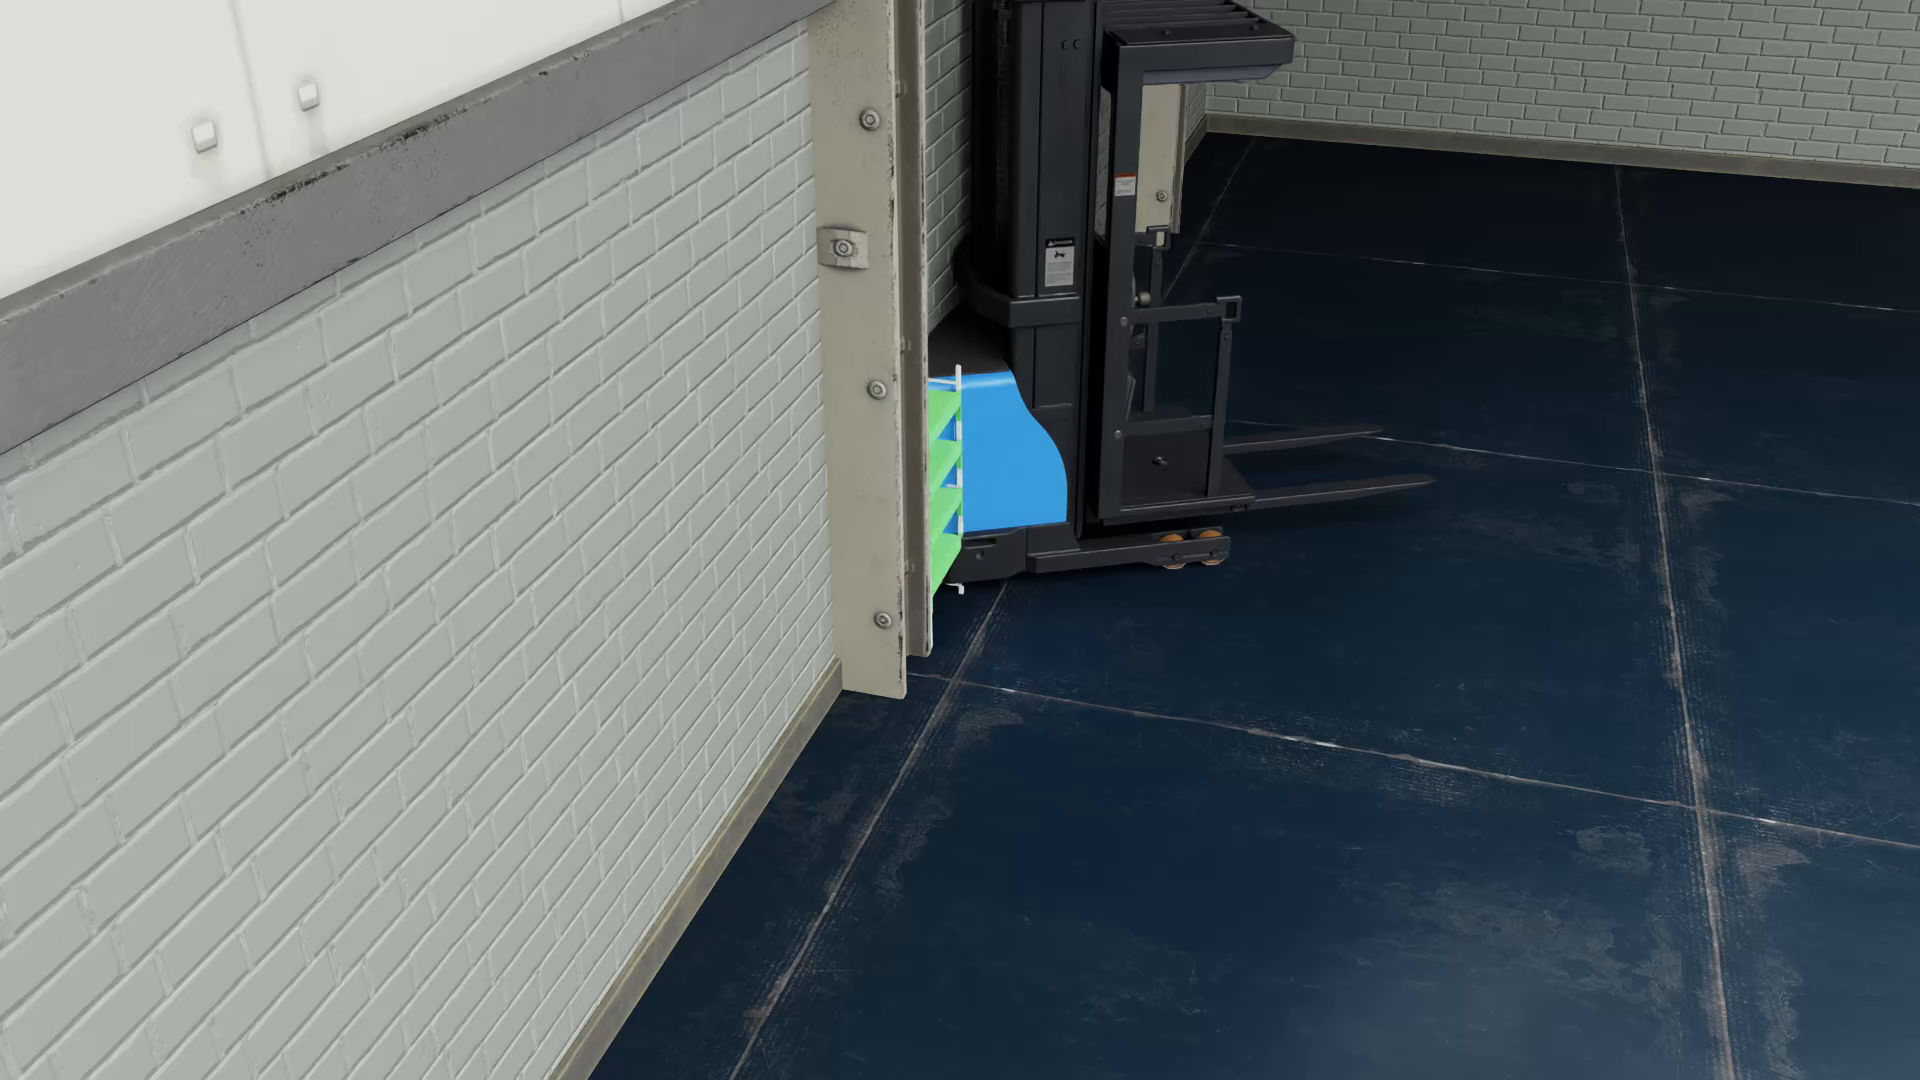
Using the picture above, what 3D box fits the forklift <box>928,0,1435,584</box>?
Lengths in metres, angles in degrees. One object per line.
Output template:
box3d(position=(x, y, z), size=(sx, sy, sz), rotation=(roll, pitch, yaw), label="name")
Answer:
box3d(position=(0.830, -1.384, 7.722), size=(3.031, 2.935, 1.130), rotation=(-6, 30, -11), label="forklift")

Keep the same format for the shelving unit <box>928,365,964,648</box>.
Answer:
box3d(position=(-0.176, -0.135, 7.348), size=(0.258, 1.200, 0.503), rotation=(8, 31, 15), label="shelving unit")

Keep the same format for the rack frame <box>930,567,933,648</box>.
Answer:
box3d(position=(-0.246, -0.017, 7.146), size=(0.240, 1.200, 0.015), rotation=(8, 31, 15), label="rack frame")

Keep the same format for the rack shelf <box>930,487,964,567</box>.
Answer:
box3d(position=(-0.175, -0.079, 7.380), size=(0.258, 0.148, 0.480), rotation=(8, 31, 15), label="rack shelf")

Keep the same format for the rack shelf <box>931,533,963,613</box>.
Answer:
box3d(position=(-0.172, 0.129, 7.500), size=(0.258, 0.148, 0.480), rotation=(8, 31, 15), label="rack shelf")

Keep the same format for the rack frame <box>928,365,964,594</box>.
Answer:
box3d(position=(-0.106, -0.252, 7.550), size=(0.240, 1.200, 0.015), rotation=(8, 31, 15), label="rack frame")

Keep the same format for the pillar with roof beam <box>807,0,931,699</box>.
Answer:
box3d(position=(3.783, -2.758, 3.950), size=(9.100, 9.000, 0.400), rotation=(8, 30, 15), label="pillar with roof beam")

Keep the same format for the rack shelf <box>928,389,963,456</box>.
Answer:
box3d(position=(-0.181, -0.495, 7.140), size=(0.258, 0.148, 0.480), rotation=(8, 31, 15), label="rack shelf")

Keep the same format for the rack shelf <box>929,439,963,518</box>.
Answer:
box3d(position=(-0.178, -0.287, 7.260), size=(0.258, 0.148, 0.480), rotation=(8, 31, 15), label="rack shelf")

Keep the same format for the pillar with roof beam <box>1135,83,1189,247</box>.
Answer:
box3d(position=(5.544, -5.546, 8.963), size=(9.100, 9.000, 0.400), rotation=(8, 30, 15), label="pillar with roof beam")
